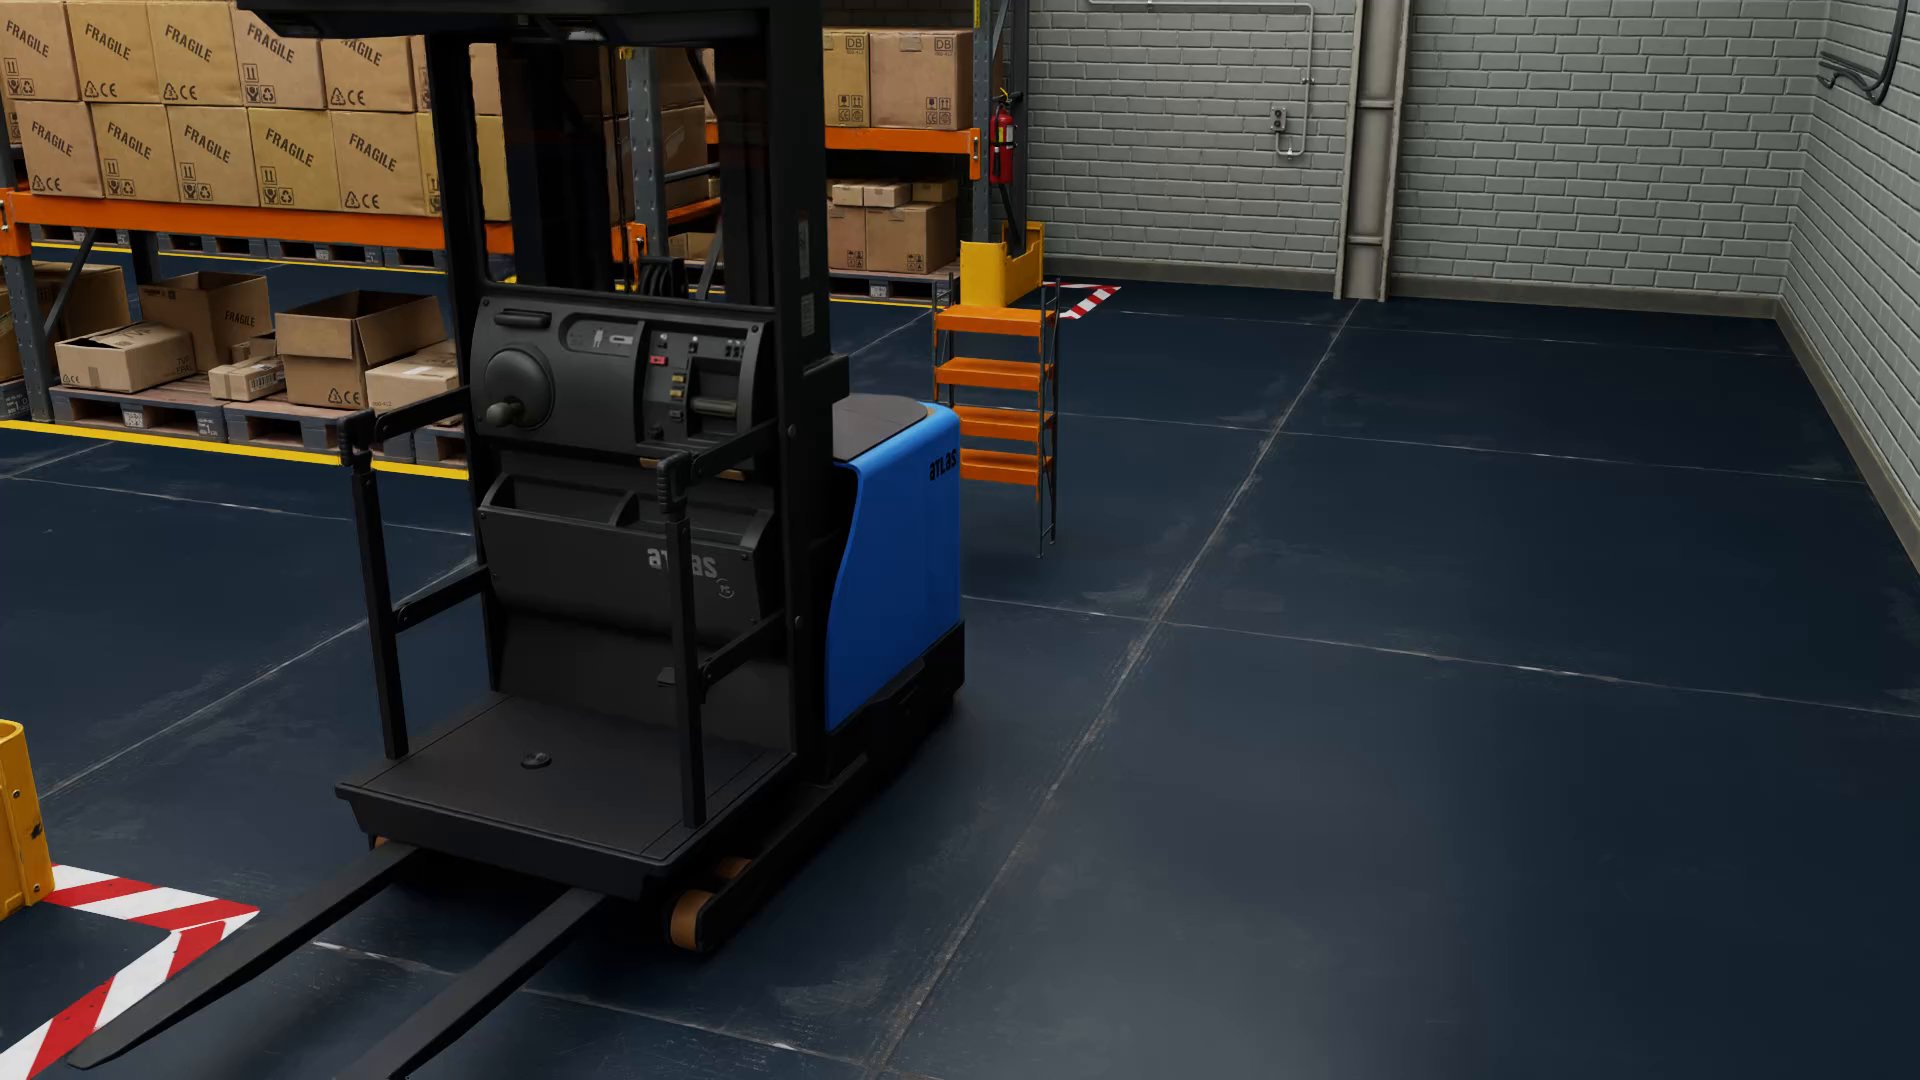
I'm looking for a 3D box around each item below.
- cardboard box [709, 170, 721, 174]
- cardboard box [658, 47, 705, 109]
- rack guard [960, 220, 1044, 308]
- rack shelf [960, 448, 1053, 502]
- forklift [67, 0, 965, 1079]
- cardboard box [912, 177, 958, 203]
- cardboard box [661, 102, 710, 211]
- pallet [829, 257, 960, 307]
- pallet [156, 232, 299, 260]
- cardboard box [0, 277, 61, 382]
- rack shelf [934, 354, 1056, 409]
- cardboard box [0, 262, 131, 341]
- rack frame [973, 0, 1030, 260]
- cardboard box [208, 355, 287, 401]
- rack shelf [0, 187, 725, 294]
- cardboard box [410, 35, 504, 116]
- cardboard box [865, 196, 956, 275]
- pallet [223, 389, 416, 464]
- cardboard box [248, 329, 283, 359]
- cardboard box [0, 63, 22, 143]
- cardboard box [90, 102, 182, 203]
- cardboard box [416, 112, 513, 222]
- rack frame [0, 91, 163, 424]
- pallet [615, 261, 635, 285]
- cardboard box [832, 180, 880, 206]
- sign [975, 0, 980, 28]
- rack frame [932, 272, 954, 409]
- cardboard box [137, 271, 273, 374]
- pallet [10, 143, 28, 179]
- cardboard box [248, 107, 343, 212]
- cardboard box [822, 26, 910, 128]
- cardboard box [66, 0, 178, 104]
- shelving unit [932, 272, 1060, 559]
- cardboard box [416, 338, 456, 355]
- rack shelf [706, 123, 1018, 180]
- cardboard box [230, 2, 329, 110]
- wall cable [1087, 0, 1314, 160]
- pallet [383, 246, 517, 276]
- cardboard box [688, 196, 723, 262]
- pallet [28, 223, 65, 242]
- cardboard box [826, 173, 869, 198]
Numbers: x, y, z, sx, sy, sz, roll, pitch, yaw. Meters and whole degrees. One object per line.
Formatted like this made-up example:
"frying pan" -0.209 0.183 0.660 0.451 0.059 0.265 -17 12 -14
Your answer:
"cardboard box" -1.876 -2.957 13.675 0.250 0.149 0.380 7 20 19
"cardboard box" -1.639 -2.456 8.395 0.500 0.500 0.500 7 20 20
"rack guard" 0.339 -2.165 13.027 0.348 0.500 1.175 7 20 18
"rack shelf" 0.156 -0.298 7.415 0.480 0.148 0.258 7 20 18
"forklift" -1.040 -0.446 4.403 1.130 2.935 3.031 8 21 22
"cardboard box" -0.194 -2.765 13.126 0.250 0.149 0.380 7 20 18
"cardboard box" -1.639 -1.984 8.559 0.500 0.500 0.500 7 20 19
"pallet" -0.465 -2.093 13.260 1.213 0.211 1.003 7 20 18
"pallet" -6.521 -2.786 15.249 1.213 0.211 1.003 7 20 18
"cardboard box" -5.645 -1.231 9.679 0.500 0.500 0.500 6 20 18
"rack shelf" 0.156 -0.696 7.276 0.480 0.148 0.258 7 20 18
"cardboard box" -5.462 -1.395 10.149 0.500 0.500 0.500 6 20 16
"rack frame" 0.316 -3.348 12.623 0.127 3.000 1.000 7 20 18
"cardboard box" -3.939 -0.906 9.254 0.250 0.166 0.380 7 20 18
"rack shelf" -3.195 -1.683 8.941 4.000 0.370 1.077 7 20 18
"cardboard box" -2.294 -2.343 8.070 0.500 0.500 0.500 7 20 20
"cardboard box" -0.378 -2.410 13.093 0.500 0.500 0.700 7 20 18
"pallet" -3.280 -0.717 9.311 1.213 0.211 1.003 7 20 18
"cardboard box" -3.745 -1.123 9.657 0.500 0.311 0.500 7 20 18
"cardboard box" -5.459 -2.605 9.703 0.500 0.500 0.700 0 19 0
"cardboard box" -4.208 -2.092 8.869 0.500 0.500 0.500 7 20 19
"cardboard box" -2.310 -1.873 8.240 0.500 0.500 0.500 7 20 19
"rack frame" -5.085 -2.239 9.443 0.127 3.000 1.000 7 20 18
"pallet" -2.770 -2.356 14.016 1.213 0.211 1.003 7 20 18
"cardboard box" -0.801 -2.701 12.942 0.250 0.149 0.380 7 20 20
"sign" 0.125 -3.839 11.914 0.005 0.325 0.100 7 20 18
"rack frame" -0.074 -0.575 7.403 0.015 1.200 0.240 7 20 18
"cardboard box" -4.453 -1.293 9.858 0.500 0.500 0.500 7 20 18
"pallet" -5.804 -2.269 9.819 1.213 0.211 1.003 7 20 18
"cardboard box" -3.255 -1.983 8.556 0.500 0.500 0.500 6 20 17
"cardboard box" -0.860 -3.616 12.938 0.700 0.700 0.980 6 20 18
"cardboard box" -4.244 -2.564 8.705 0.500 0.500 0.500 6 20 16
"shelving unit" 0.156 -0.549 7.327 0.503 1.200 0.258 7 20 18
"cardboard box" -2.671 -0.971 9.315 0.500 0.250 0.500 7 20 18
"rack shelf" -1.573 -3.224 13.361 4.000 0.370 1.077 7 20 18
"cardboard box" -3.271 -2.453 8.386 0.500 0.500 0.500 7 20 20
"wall cable" 1.836 -3.983 12.903 1.851 1.984 0.084 7 20 18
"pallet" -4.216 -2.523 14.493 1.213 0.211 1.003 7 20 18
"cardboard box" -1.832 -2.574 13.562 0.500 0.500 0.700 7 20 19
"pallet" -9.127 -3.112 16.184 1.213 0.211 1.003 7 20 18
"cardboard box" -0.910 -2.847 13.360 0.250 0.149 0.380 7 20 19
